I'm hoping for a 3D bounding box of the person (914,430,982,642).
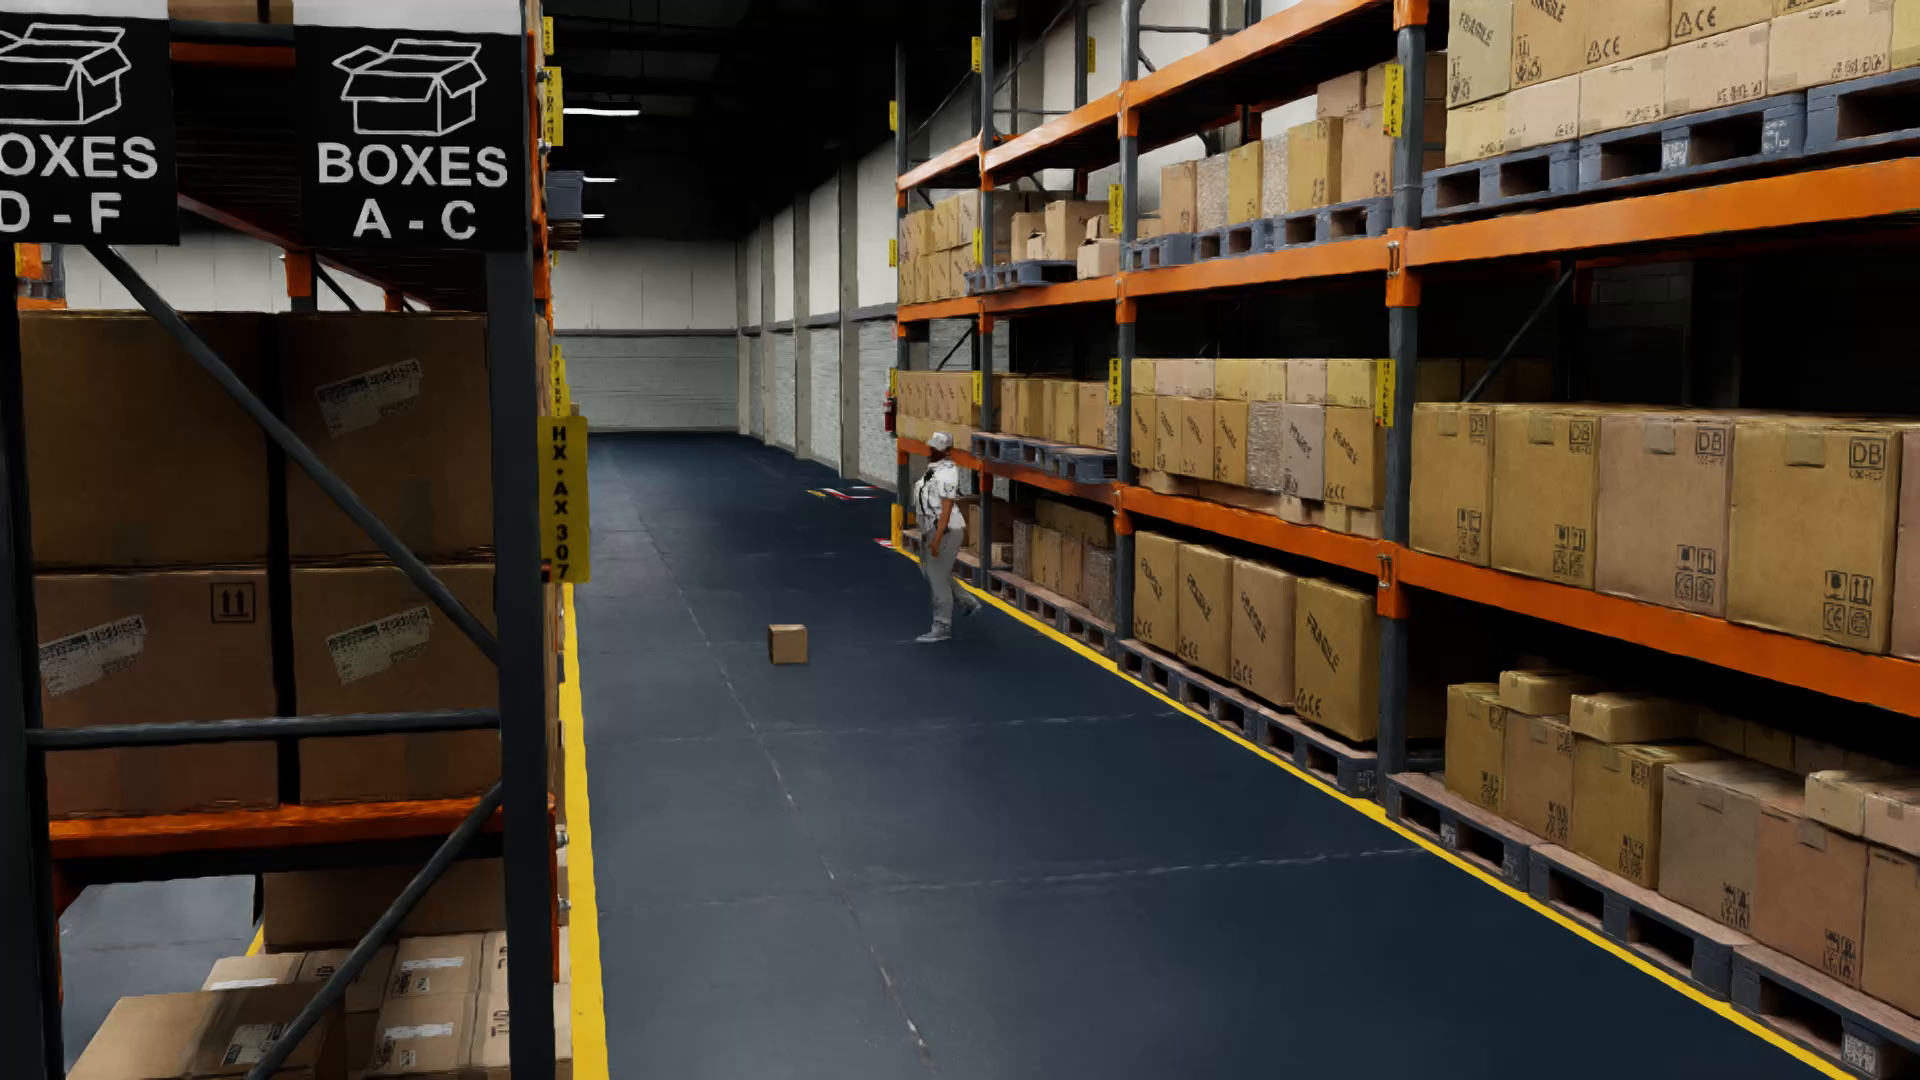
[{"bbox_3d":[-0.091,-0.046,13.142,0.587,1.659,0.681,-1,6,-12],"label":"person"}]
